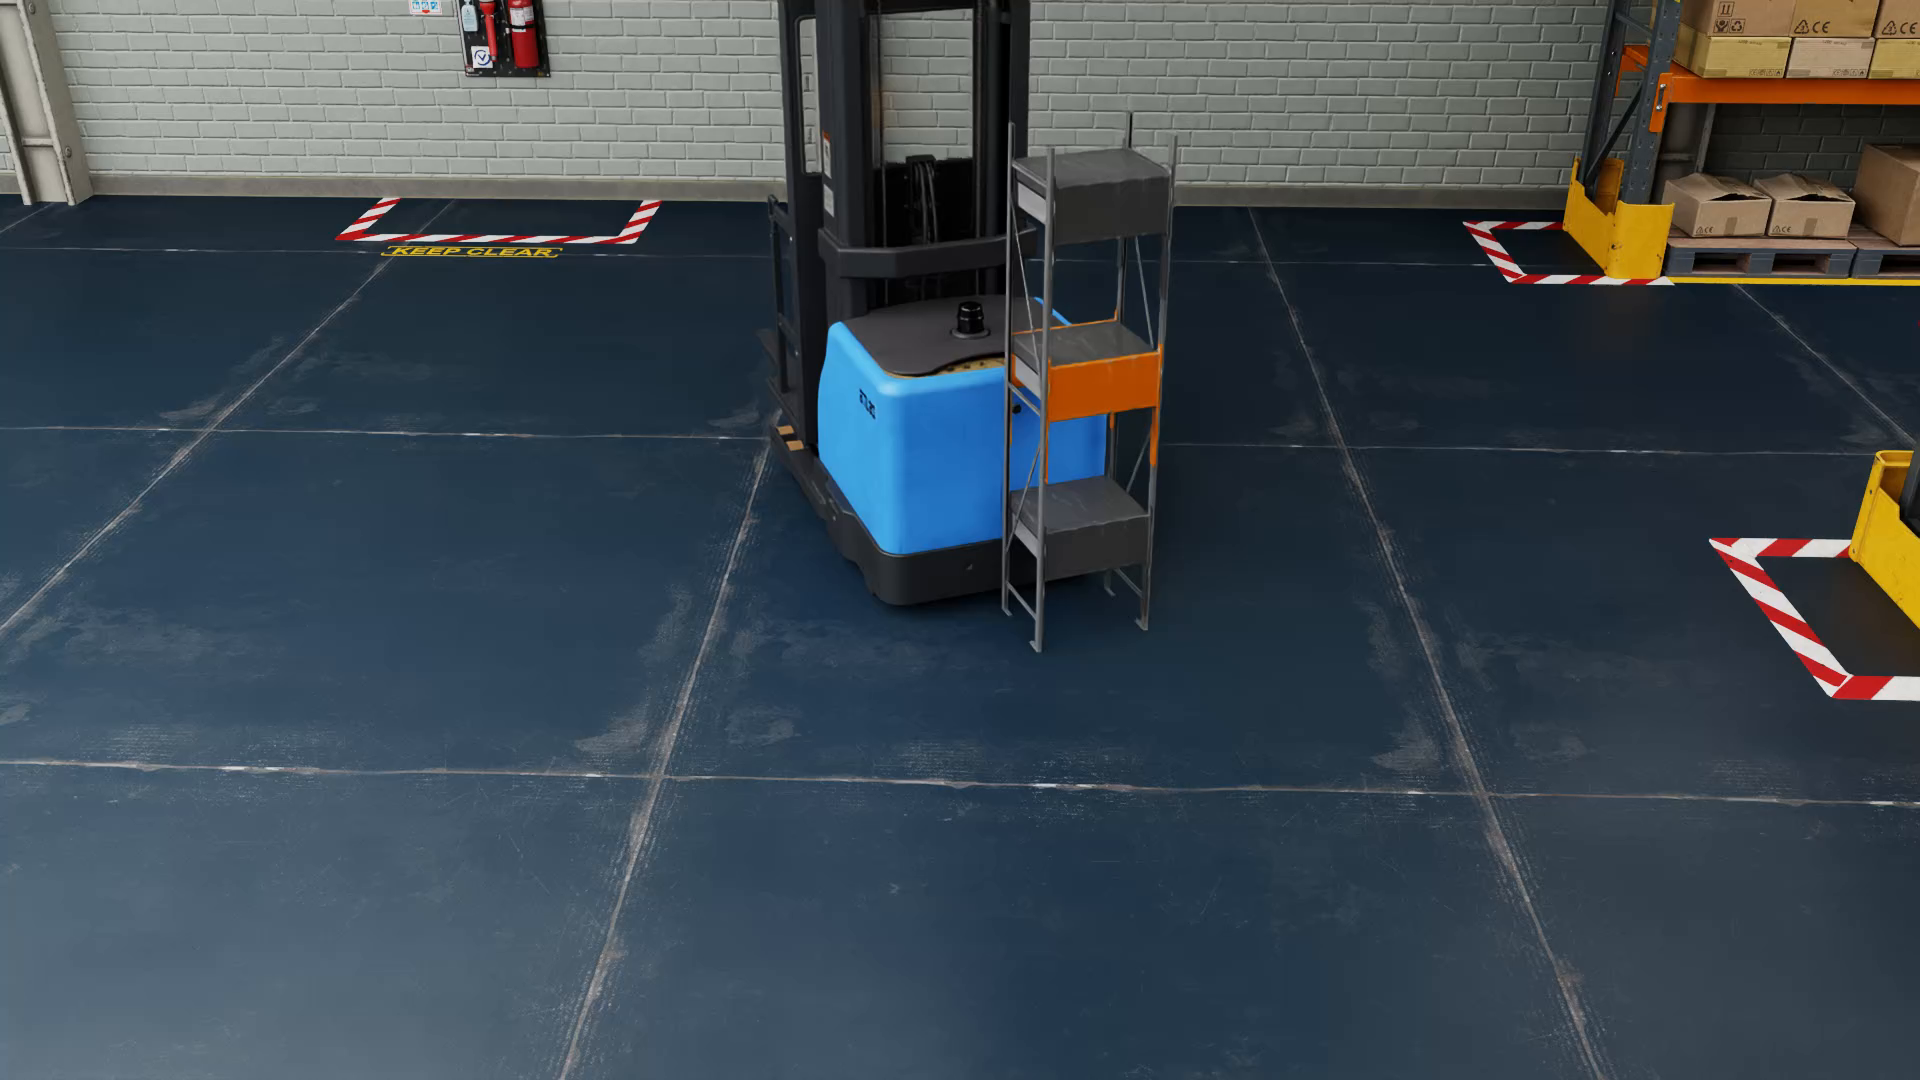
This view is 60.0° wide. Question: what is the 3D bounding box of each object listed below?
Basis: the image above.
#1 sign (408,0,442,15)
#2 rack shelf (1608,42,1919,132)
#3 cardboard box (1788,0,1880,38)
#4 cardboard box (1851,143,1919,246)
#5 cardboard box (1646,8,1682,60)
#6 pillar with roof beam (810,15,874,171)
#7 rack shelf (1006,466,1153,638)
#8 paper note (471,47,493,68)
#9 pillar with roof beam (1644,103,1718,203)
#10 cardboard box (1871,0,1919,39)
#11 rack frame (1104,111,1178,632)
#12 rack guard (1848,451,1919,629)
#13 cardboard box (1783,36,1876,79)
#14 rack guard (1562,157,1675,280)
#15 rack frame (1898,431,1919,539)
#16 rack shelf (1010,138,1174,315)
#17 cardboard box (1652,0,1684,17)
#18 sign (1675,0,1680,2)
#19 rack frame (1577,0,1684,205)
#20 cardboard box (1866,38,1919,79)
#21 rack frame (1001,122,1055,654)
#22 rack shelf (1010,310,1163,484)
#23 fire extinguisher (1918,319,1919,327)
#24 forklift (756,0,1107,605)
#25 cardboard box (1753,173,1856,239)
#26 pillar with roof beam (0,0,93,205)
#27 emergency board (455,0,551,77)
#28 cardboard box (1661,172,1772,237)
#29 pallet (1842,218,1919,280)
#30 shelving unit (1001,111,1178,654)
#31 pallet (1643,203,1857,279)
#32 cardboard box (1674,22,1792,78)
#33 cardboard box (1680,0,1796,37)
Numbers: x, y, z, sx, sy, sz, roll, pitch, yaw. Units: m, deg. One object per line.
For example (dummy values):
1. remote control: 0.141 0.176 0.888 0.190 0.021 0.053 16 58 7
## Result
1. sign: -3.863 -3.950 11.961 0.234 0.329 0.001 1 28 2
2. rack shelf: 6.419 -2.975 10.927 4.000 0.370 1.077 1 28 2
3. cardboard box: 5.380 -3.438 10.372 0.500 0.500 0.500 1 28 2
4. cardboard box: 6.410 -2.317 11.118 0.500 0.500 0.700 -1 28 -1
5. cardboard box: 4.894 -3.351 11.008 0.500 0.250 0.500 1 28 3
6. pillar with roof beam: -0.998 -4.454 6.544 0.400 9.000 9.100 1 28 2
7. rack shelf: 0.485 0.043 6.951 0.480 0.518 0.431 -10 30 -18
8. paper note: -3.489 -3.523 12.134 0.142 0.148 0.016 1 28 2
9. pillar with roof beam: 4.999 -4.355 6.357 0.400 9.000 9.100 1 28 2
10. cardboard box: 5.897 -3.427 10.350 0.500 0.500 0.500 0 28 0
11. rack frame: 0.713 -0.628 6.694 0.015 2.100 0.400 -10 30 -18
12. rack guard: 4.225 0.097 7.033 0.348 0.500 1.175 1 28 2
13. cardboard box: 5.416 -3.110 10.553 0.500 0.250 0.500 0 28 0
14. rack guard: 4.496 -2.220 11.404 0.348 0.500 1.175 1 28 2
15. rack frame: 4.249 -1.007 6.447 0.127 3.000 1.000 1 28 2
16. rack shelf: 0.485 -1.194 6.295 0.480 0.518 0.431 -10 30 -18
17. cardboard box: 4.899 -3.691 10.849 0.500 0.500 0.500 1 28 1
18. sign: 4.401 -3.454 10.139 0.005 0.325 0.100 1 28 2
19. rack frame: 4.420 -3.326 10.821 0.127 3.000 1.000 1 28 2
20. cardboard box: 5.925 -3.099 10.531 0.500 0.250 0.500 1 28 1
21. rack frame: 0.257 -0.547 6.539 0.015 2.100 0.400 -10 30 -18
22. rack shelf: 0.485 -0.575 6.623 0.480 0.518 0.431 -10 30 -18
23. fire extinguisher: 4.148 -1.192 6.879 0.183 0.674 0.296 1 28 2
24. forklift: -0.335 -1.689 7.807 1.130 2.935 3.031 -10 29 -17
25. cardboard box: 5.678 -2.269 11.229 0.500 0.311 0.500 3 28 6
26. pillar with roof beam: -6.994 -4.553 6.731 0.400 9.000 9.100 1 28 2
27. emergency board: -3.314 -3.877 11.861 0.643 1.169 0.194 1 28 2
28. cardboard box: 5.109 -2.279 11.247 0.500 0.311 0.500 -2 28 -4
29. pallet: 6.523 -2.041 11.375 1.213 0.211 1.003 1 28 2
30. shelving unit: 0.485 -0.588 6.616 0.503 2.100 0.431 -10 30 -18
31. pallet: 5.307 -2.063 11.415 1.213 0.211 1.003 1 28 2
32. cardboard box: 4.897 -3.112 10.556 0.500 0.250 0.500 0 28 0
33. cardboard box: 4.887 -3.451 10.396 0.500 0.500 0.500 1 28 2
